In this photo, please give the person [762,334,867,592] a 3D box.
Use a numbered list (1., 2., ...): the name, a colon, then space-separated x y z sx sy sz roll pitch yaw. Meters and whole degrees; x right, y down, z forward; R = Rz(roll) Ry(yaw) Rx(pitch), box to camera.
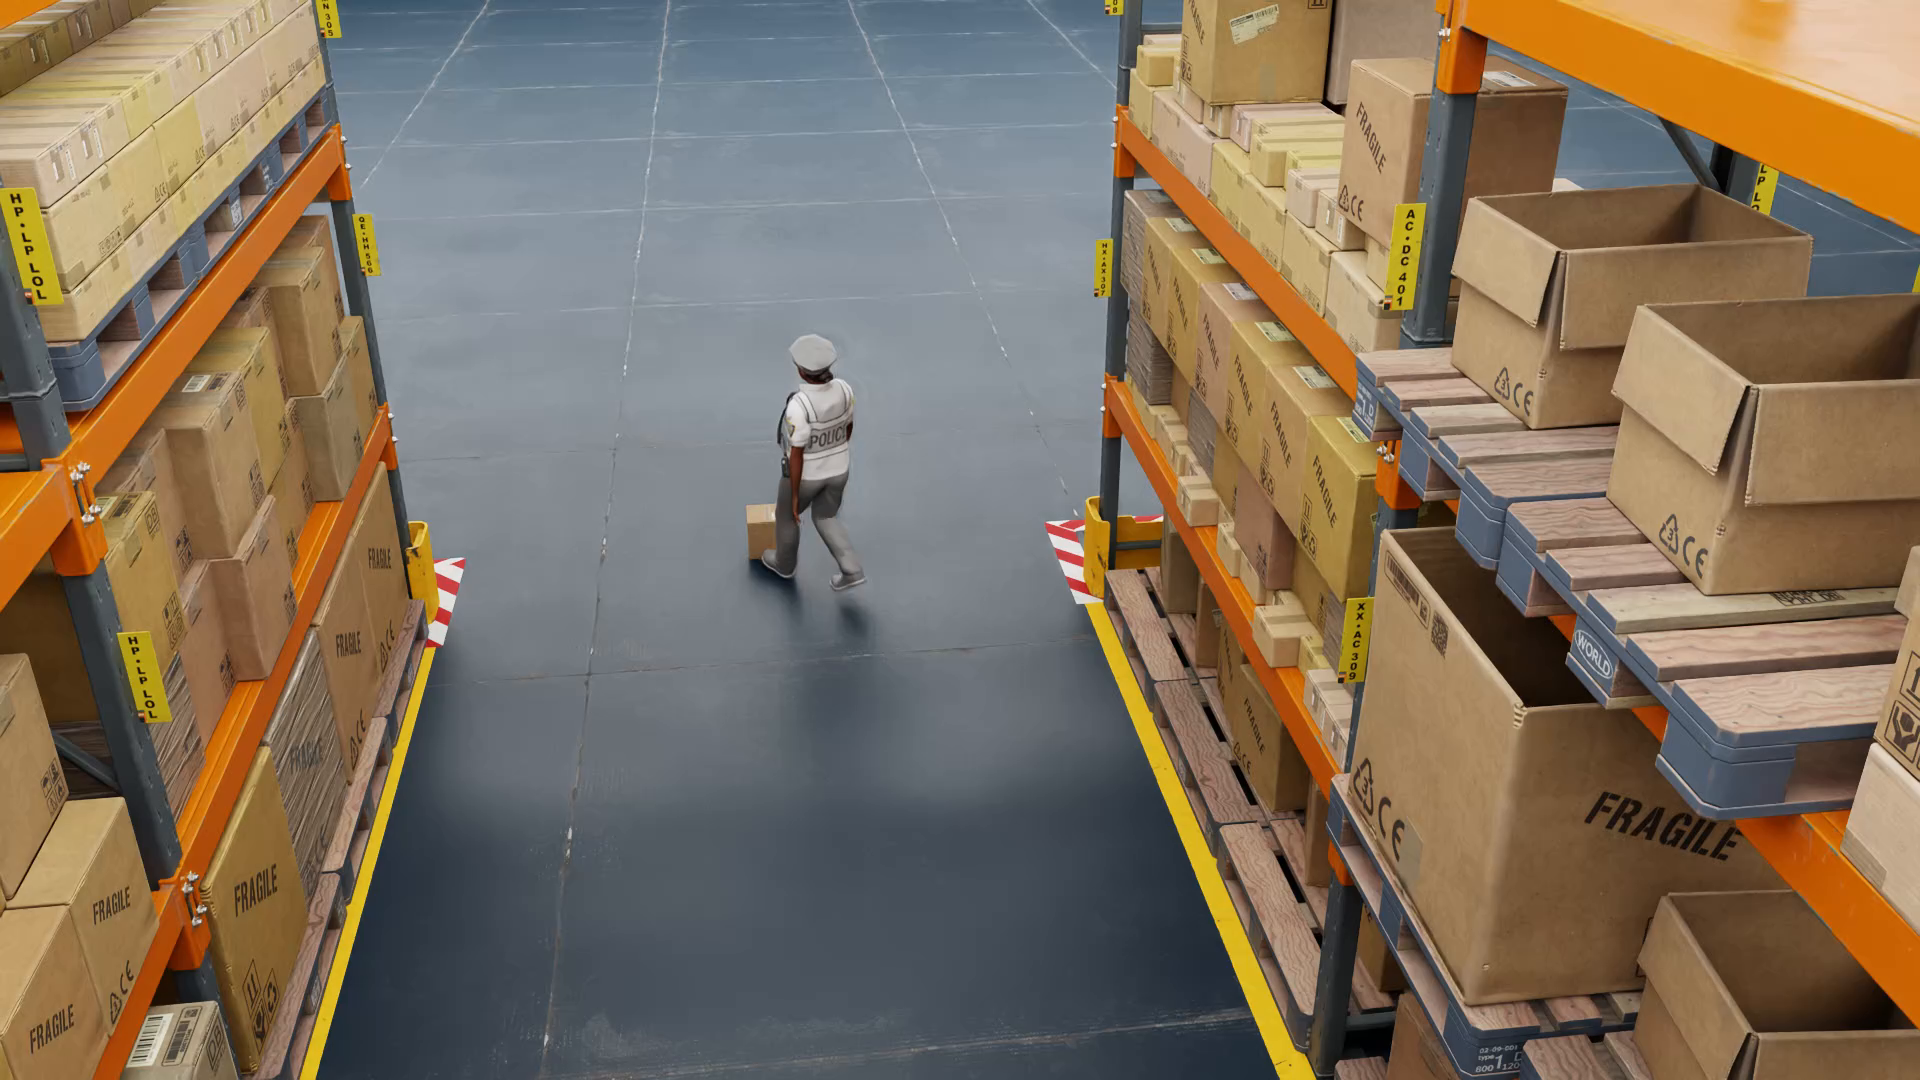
1. person: -0.881 -0.447 9.510 0.497 1.616 0.878 -20 33 -33
